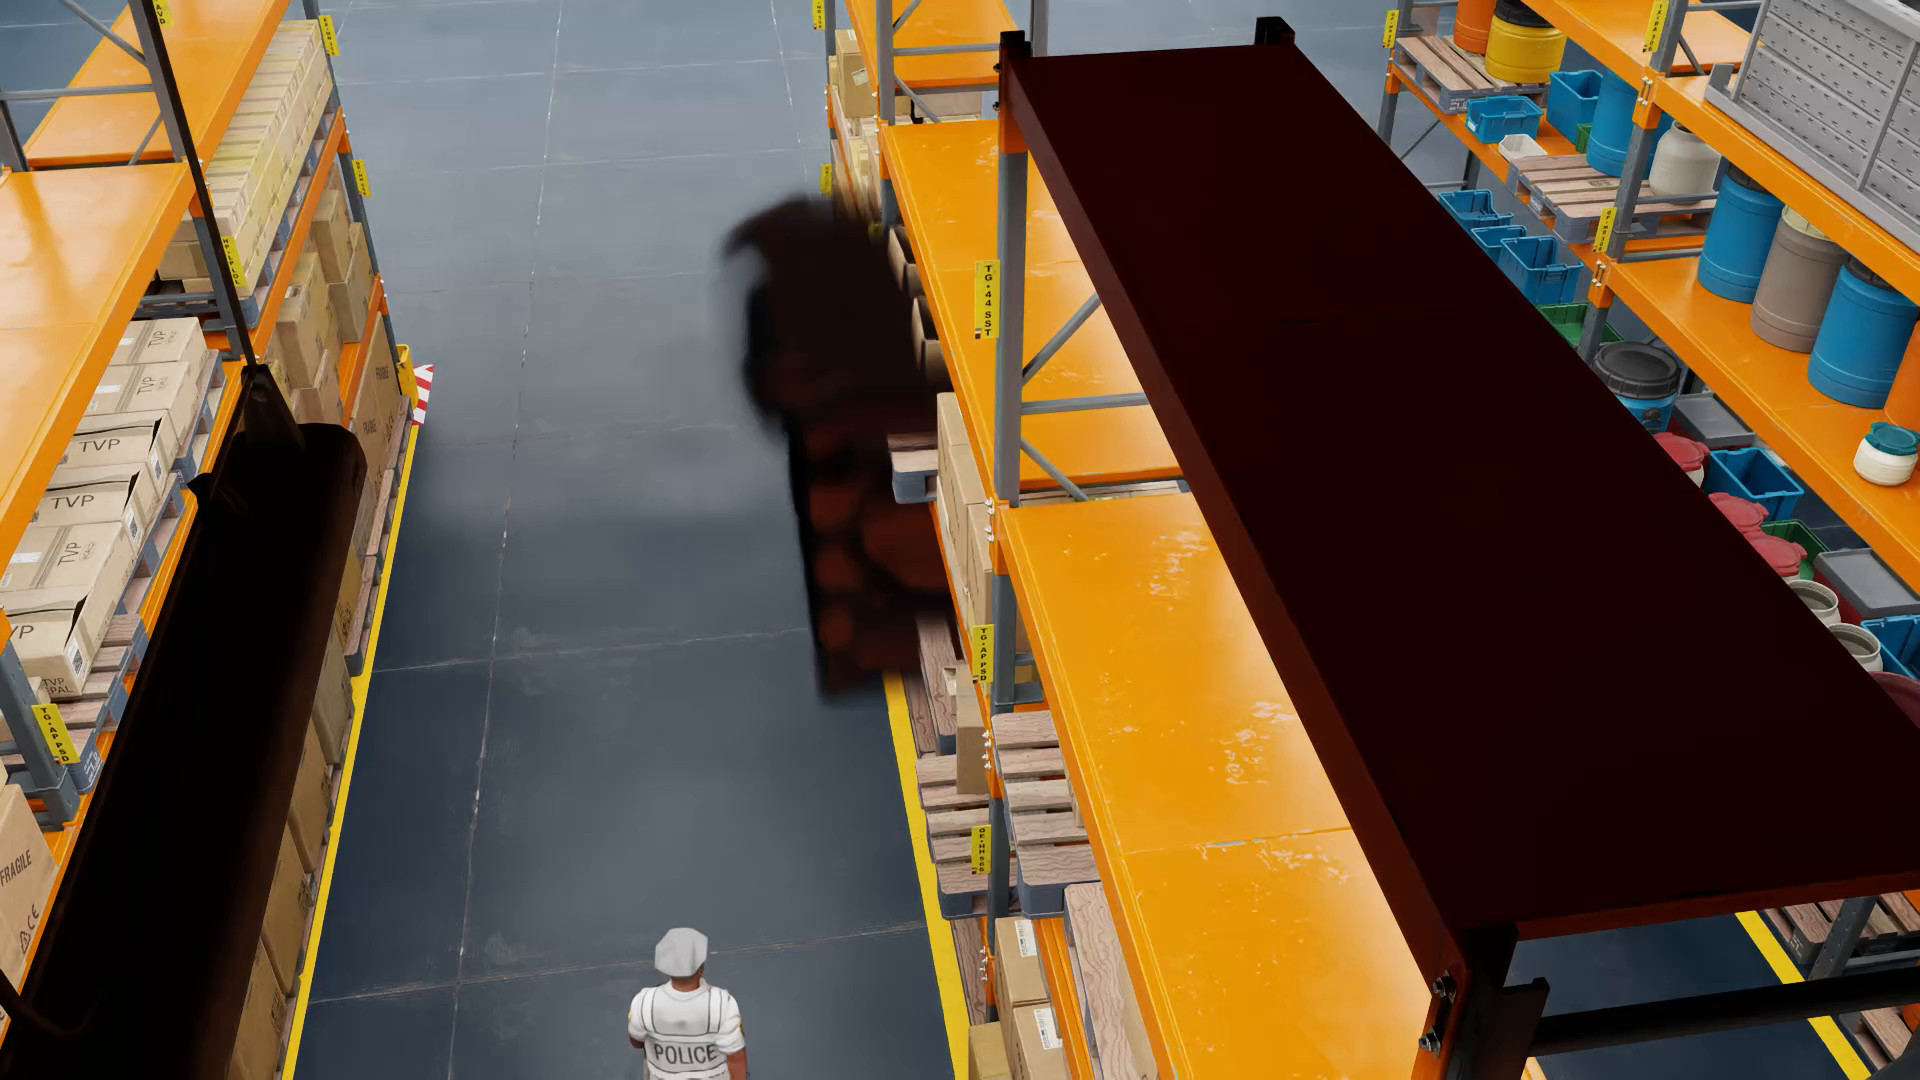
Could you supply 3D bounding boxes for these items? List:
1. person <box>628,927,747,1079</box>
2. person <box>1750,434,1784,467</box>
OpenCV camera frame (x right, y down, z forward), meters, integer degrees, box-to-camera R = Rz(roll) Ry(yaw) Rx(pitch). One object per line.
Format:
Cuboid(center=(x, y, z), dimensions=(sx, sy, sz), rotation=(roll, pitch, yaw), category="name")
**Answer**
Cuboid(center=(-1.302, 2.543, 8.055), dimensions=(0.542, 1.710, 1.007), rotation=(-7, 37, -9), category="person")
Cuboid(center=(6.921, -1.541, 14.060), dimensions=(0.612, 1.765, 0.620), rotation=(16, 39, 20), category="person")
